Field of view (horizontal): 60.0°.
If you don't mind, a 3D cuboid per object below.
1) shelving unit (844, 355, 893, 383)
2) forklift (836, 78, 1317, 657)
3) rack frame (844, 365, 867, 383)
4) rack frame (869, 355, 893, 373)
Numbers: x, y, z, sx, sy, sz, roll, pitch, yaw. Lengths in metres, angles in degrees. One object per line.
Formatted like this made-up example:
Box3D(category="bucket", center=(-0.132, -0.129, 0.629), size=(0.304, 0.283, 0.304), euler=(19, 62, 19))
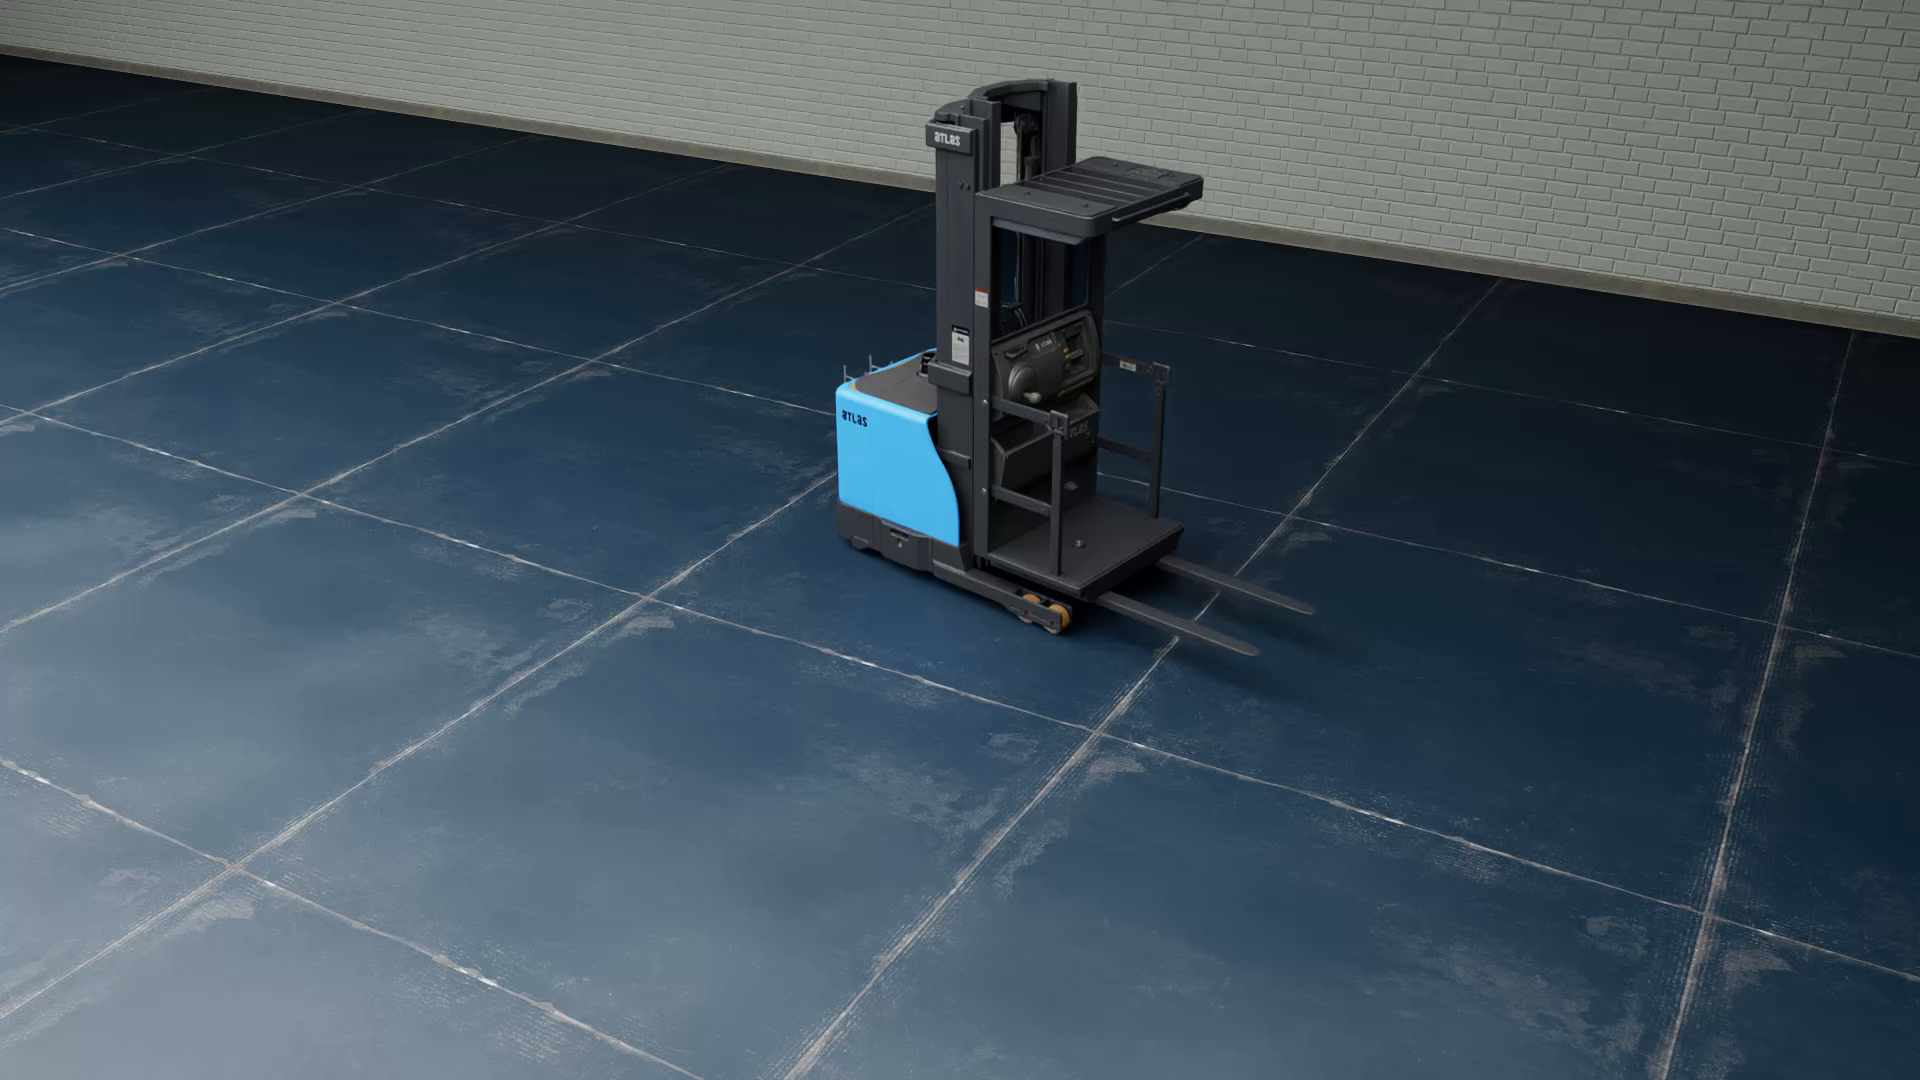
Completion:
Box3D(category="shelving unit", center=(-0.588, -0.664, 10.904), size=(0.215, 1.050, 0.252), euler=(20, 33, 35))
Box3D(category="forklift", center=(0.664, -1.035, 9.543), size=(3.031, 2.935, 1.130), euler=(21, 33, 35))
Box3D(category="rack frame", center=(-0.666, -0.622, 10.820), size=(0.200, 1.050, 0.008), euler=(20, 33, 35))
Box3D(category="rack frame", center=(-0.510, -0.706, 10.988), size=(0.200, 1.050, 0.008), euler=(20, 33, 35))
